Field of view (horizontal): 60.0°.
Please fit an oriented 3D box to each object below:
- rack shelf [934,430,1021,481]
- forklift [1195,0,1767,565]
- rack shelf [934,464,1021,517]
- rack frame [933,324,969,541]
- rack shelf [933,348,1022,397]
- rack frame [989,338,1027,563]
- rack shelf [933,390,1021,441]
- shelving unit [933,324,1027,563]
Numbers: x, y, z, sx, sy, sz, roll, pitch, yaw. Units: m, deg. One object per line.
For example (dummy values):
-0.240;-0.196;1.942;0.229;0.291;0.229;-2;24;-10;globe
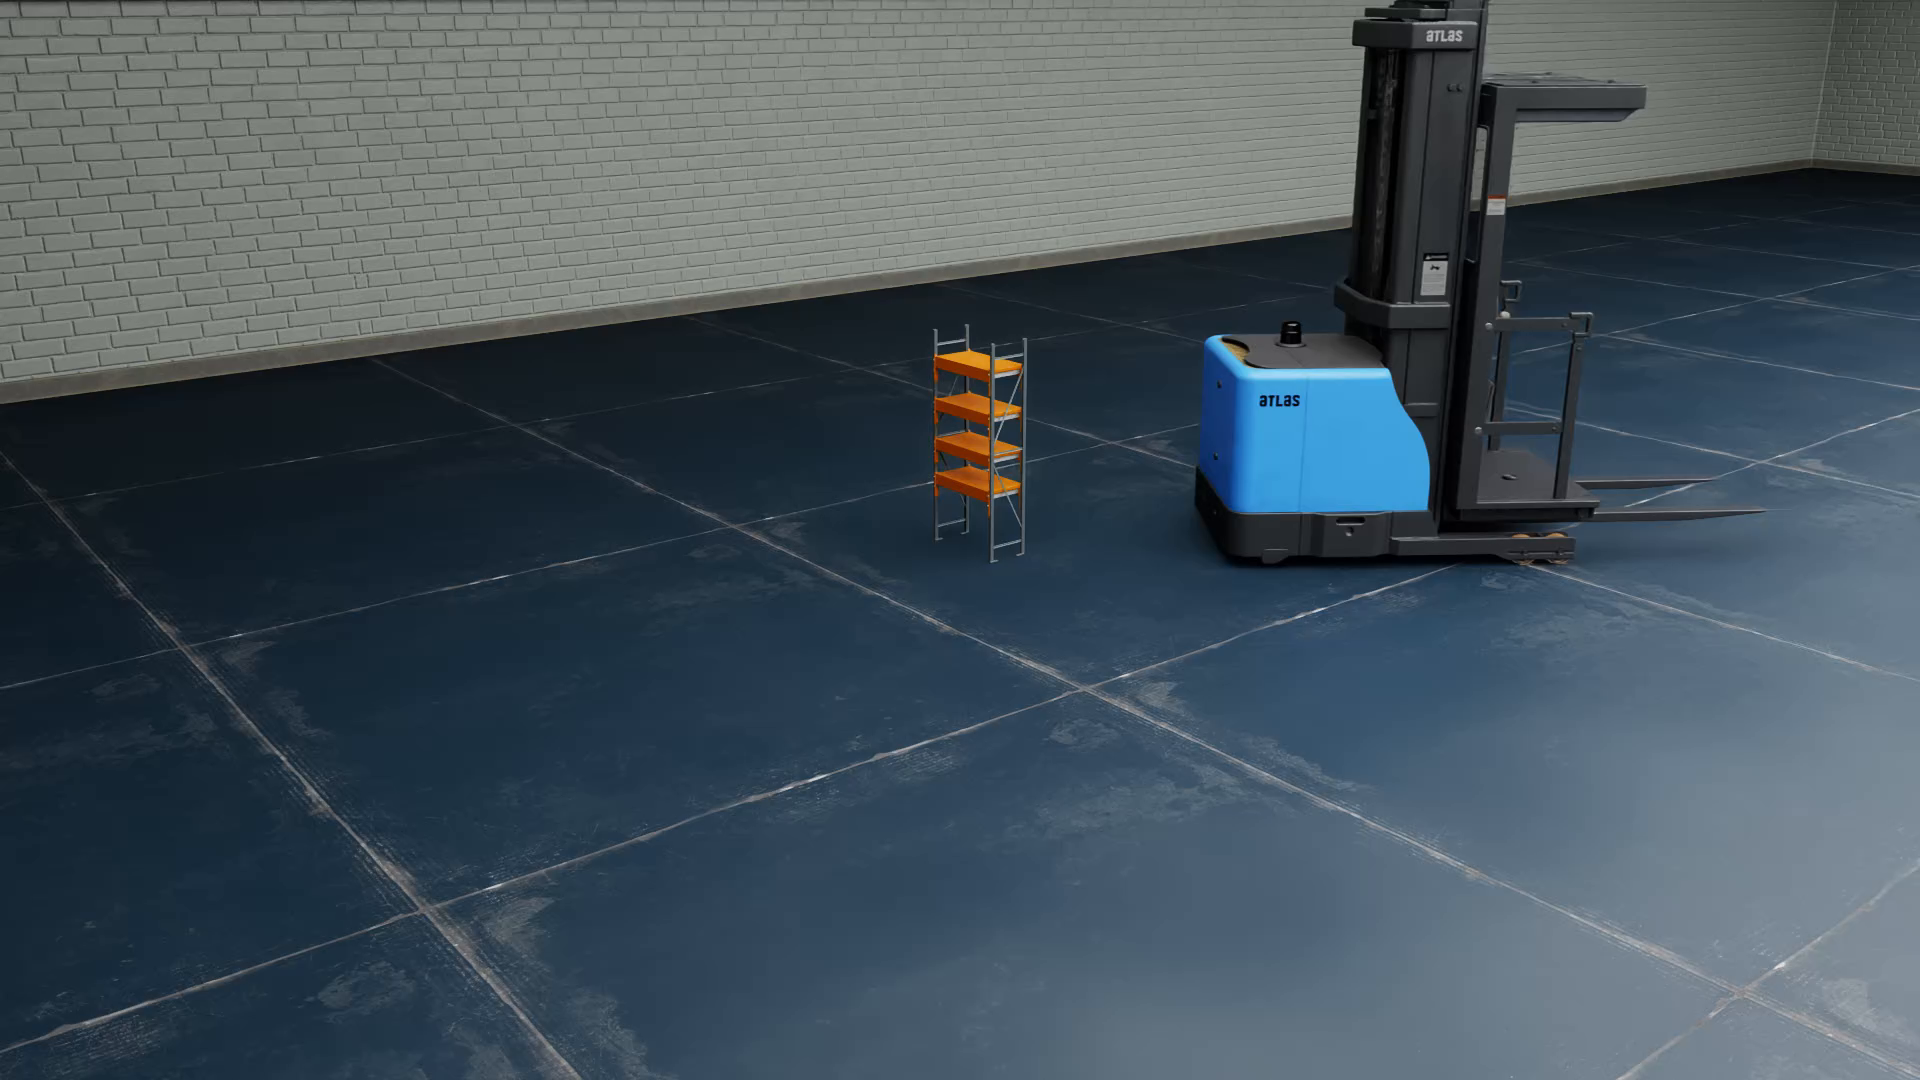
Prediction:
0.103;-0.465;9.072;0.258;0.148;0.480;-14;23;-36;rack shelf
2.912;-1.422;8.993;3.031;2.935;1.130;-1;18;-3;forklift
0.103;-0.276;9.134;0.258;0.148;0.480;-14;23;-36;rack shelf
-0.049;-0.589;9.232;0.240;1.200;0.015;-14;23;-36;rack frame
0.103;-0.902;8.927;0.258;0.148;0.480;-14;23;-36;rack shelf
0.254;-0.469;8.869;0.240;1.200;0.015;-14;23;-36;rack frame
0.103;-0.677;9.002;0.258;0.148;0.480;-14;23;-36;rack shelf
0.103;-0.529;9.051;0.258;1.200;0.503;-14;23;-36;shelving unit
